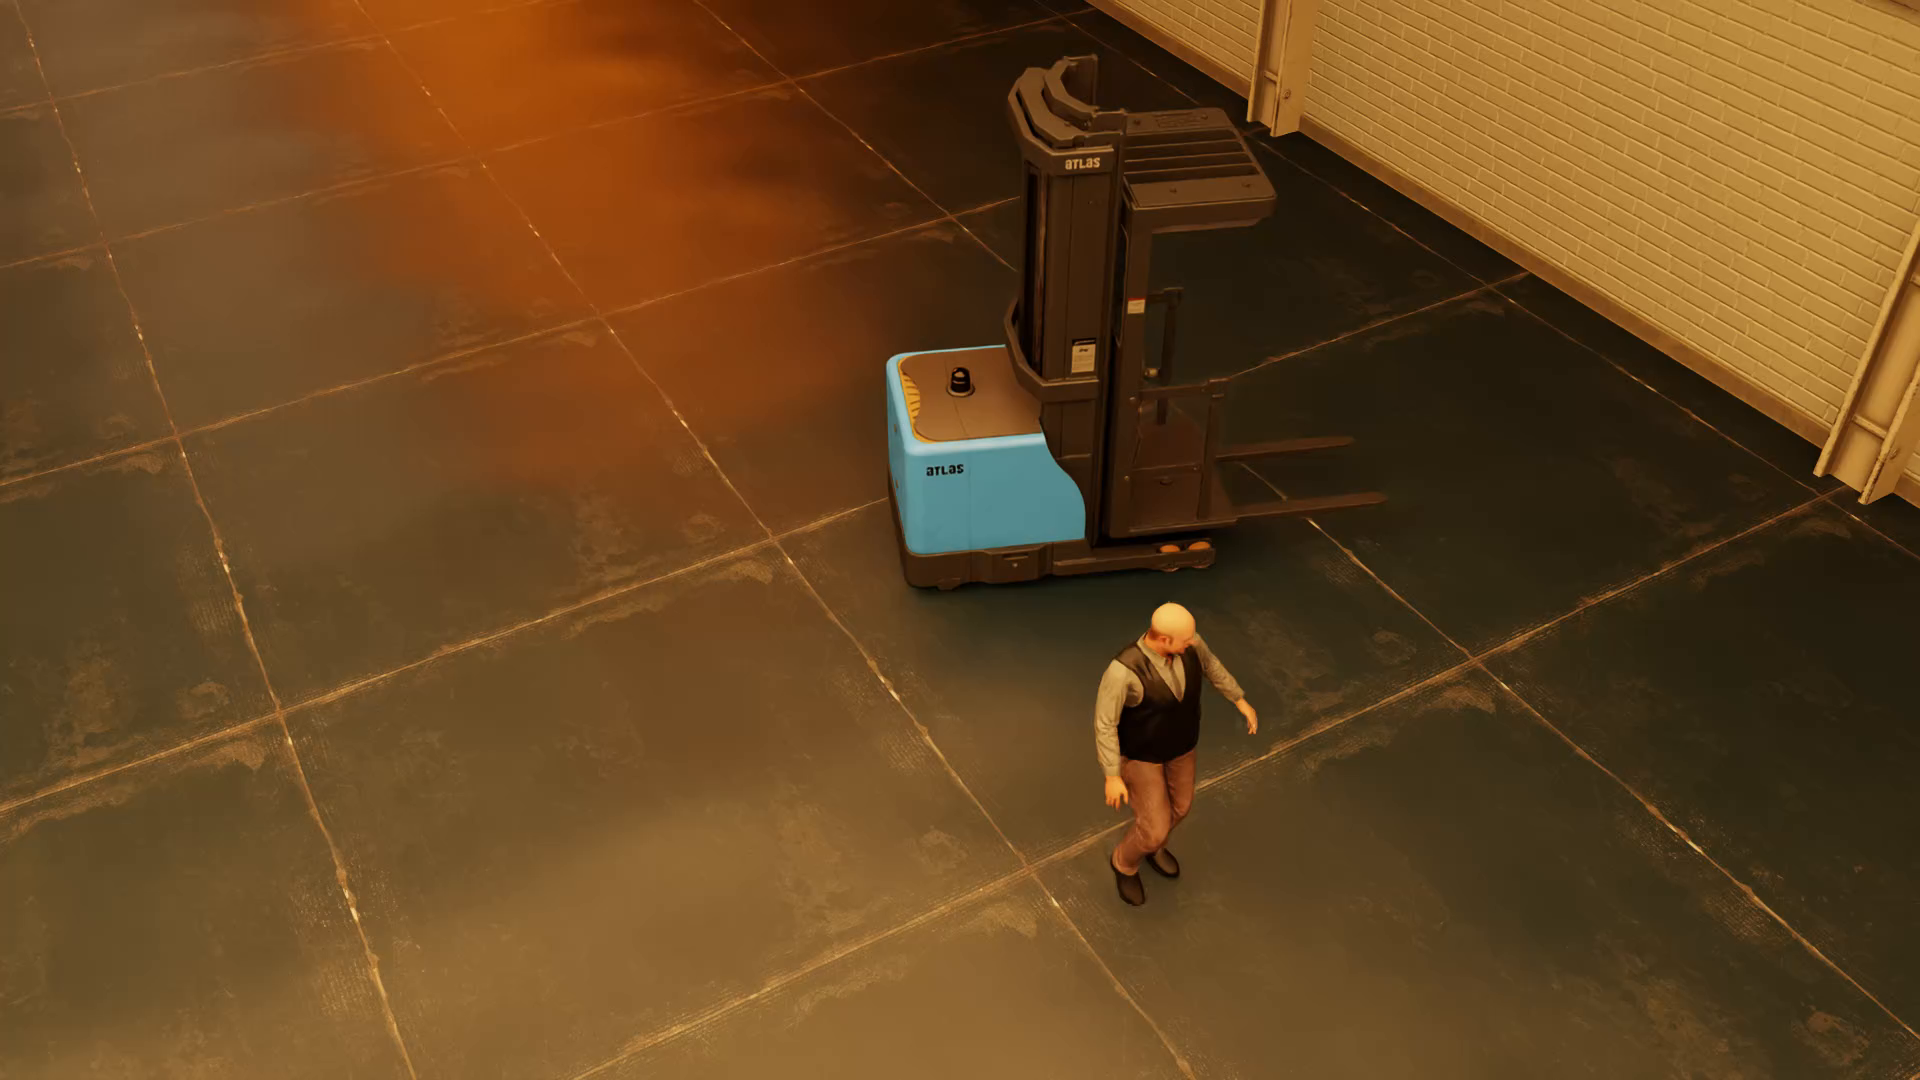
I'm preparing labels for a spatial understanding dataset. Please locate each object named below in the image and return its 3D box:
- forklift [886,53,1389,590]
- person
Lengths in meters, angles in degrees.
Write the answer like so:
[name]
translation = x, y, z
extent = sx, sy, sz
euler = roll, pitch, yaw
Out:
[forklift]
translation = 1.105, -1.264, 9.561
extent = 3.031, 2.935, 1.130
euler = -6, 40, -7
[person]
translation = 0.981, 0.991, 7.836
extent = 0.843, 1.729, 0.497
euler = -22, 44, -24
